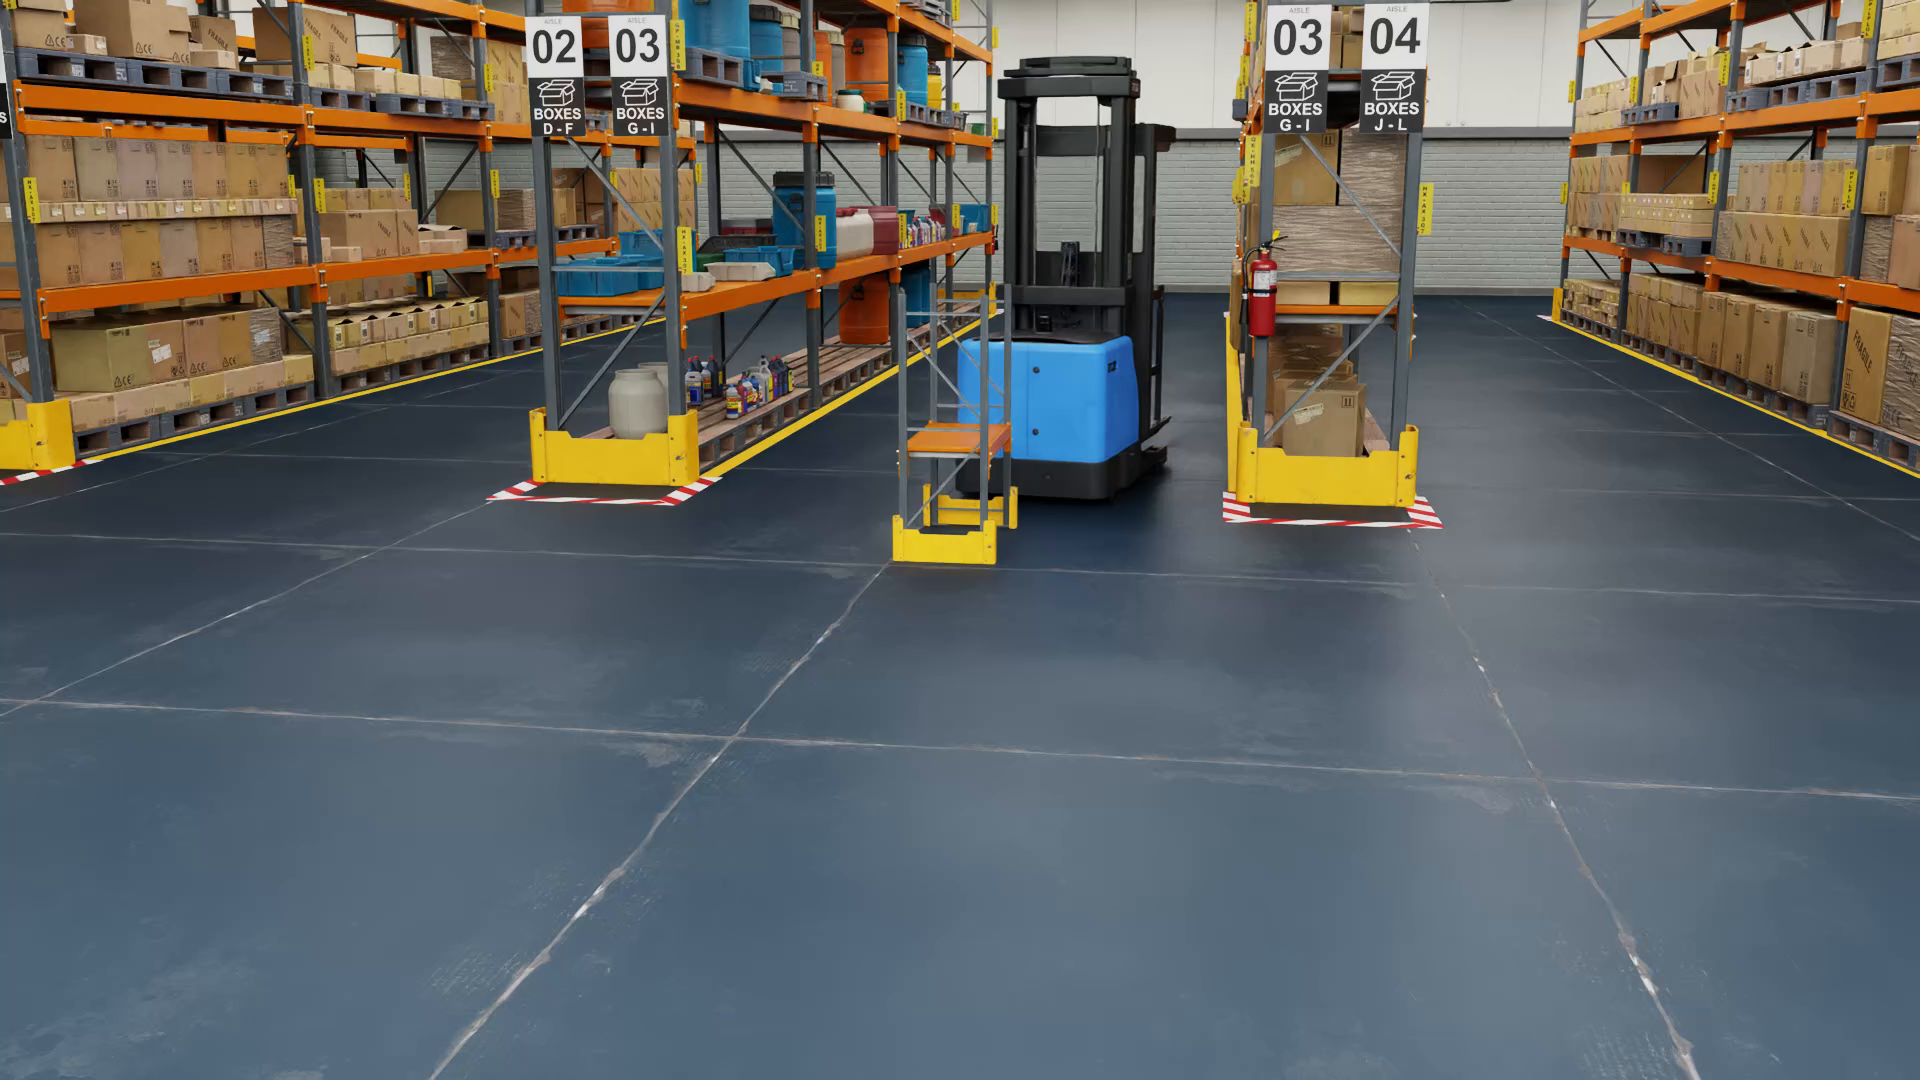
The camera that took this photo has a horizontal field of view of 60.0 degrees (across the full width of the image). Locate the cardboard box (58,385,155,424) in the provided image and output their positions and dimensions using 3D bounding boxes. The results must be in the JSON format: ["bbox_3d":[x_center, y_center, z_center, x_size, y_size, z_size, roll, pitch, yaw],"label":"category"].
[{"bbox_3d":[-6.964,-1.114,13.572,0.500,0.250,0.500,2,12,9],"label":"cardboard box"}]

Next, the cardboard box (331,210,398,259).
[{"bbox_3d":[-6.432,-3.299,17.944,0.500,0.500,0.500,2,12,9],"label":"cardboard box"}]

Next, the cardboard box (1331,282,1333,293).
[{"bbox_3d":[2.902,-1.859,12.094,0.380,0.149,0.250,2,12,9],"label":"cardboard box"}]

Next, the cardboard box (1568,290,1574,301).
[{"bbox_3d":[9.363,-3.672,24.978,0.380,0.149,0.250,2,12,8],"label":"cardboard box"}]

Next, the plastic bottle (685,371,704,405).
[{"bbox_3d":[-2.308,-1.317,14.406,0.152,0.276,0.135,2,12,9],"label":"plastic bottle"}]

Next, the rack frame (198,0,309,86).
[{"bbox_3d":[-6.724,-5.809,15.590,1.000,3.000,0.127,2,12,9],"label":"rack frame"}]

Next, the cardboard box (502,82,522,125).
[{"bbox_3d":[-5.997,-5.423,20.678,0.910,0.500,0.500,2,12,9],"label":"cardboard box"}]

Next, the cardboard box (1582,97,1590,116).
[{"bbox_3d":[9.391,-6.317,24.235,0.500,0.250,0.500,2,12,8],"label":"cardboard box"}]

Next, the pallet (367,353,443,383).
[{"bbox_3d":[-6.464,-1.923,18.415,1.003,0.211,1.213,2,12,9],"label":"pallet"}]

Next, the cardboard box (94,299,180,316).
[{"bbox_3d":[-10.761,-3.172,21.700,0.750,0.750,0.750,2,12,8],"label":"cardboard box"}]

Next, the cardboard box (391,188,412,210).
[{"bbox_3d":[-9.842,-5.575,28.029,0.980,0.700,0.700,2,12,11],"label":"cardboard box"}]

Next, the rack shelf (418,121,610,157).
[{"bbox_3d":[-5.801,-5.240,21.778,1.077,0.370,4.000,2,12,9],"label":"rack shelf"}]

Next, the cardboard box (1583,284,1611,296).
[{"bbox_3d":[9.196,-3.601,23.941,0.380,0.149,0.250,2,12,10],"label":"cardboard box"}]

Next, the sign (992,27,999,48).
[{"bbox_3d":[0.561,-7.974,26.400,0.100,0.325,0.005,2,12,9],"label":"sign"}]

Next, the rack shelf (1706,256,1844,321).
[{"bbox_3d":[8.257,-2.438,15.894,1.077,0.370,4.000,2,12,9],"label":"rack shelf"}]

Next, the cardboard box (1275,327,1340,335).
[{"bbox_3d":[3.272,-1.774,15.994,0.700,0.500,0.500,2,12,8],"label":"cardboard box"}]

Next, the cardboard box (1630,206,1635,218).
[{"bbox_3d":[8.587,-4.092,20.753,0.380,0.149,0.250,2,12,10],"label":"cardboard box"}]

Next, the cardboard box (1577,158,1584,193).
[{"bbox_3d":[9.392,-5.364,24.448,0.500,0.500,0.500,2,12,10],"label":"cardboard box"}]

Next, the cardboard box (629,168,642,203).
[{"bbox_3d":[-5.064,-5.276,24.745,0.500,0.500,0.500,1,12,7],"label":"cardboard box"}]

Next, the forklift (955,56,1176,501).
[{"bbox_3d":[0.926,-1.959,12.126,1.130,2.935,3.031,4,13,18],"label":"forklift"}]

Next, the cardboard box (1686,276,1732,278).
[{"bbox_3d":[9.223,-3.119,20.501,0.500,0.250,0.500,2,12,11],"label":"cardboard box"}]

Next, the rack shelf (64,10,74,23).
[{"bbox_3d":[-11.312,-5.838,18.381,1.077,0.370,4.000,2,12,9],"label":"rack shelf"}]

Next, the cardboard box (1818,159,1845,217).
[{"bbox_3d":[8.097,-3.122,14.748,0.700,0.500,0.500,2,12,8],"label":"cardboard box"}]

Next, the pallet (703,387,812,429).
[{"bbox_3d":[-1.975,-1.214,15.125,1.003,0.211,1.213,2,12,9],"label":"pallet"}]

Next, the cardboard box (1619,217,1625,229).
[{"bbox_3d":[8.665,-4.054,21.284,0.380,0.149,0.250,1,12,6],"label":"cardboard box"}]

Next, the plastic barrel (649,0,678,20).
[{"bbox_3d":[-2.396,-3.888,12.350,0.600,0.588,0.600,0,12,0],"label":"plastic barrel"}]

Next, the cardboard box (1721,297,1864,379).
[{"bbox_3d":[8.251,-2.006,16.523,1.050,0.750,0.750,2,12,10],"label":"cardboard box"}]

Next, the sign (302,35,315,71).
[{"bbox_3d":[-6.175,-4.617,15.761,0.100,0.325,0.005,2,12,9],"label":"sign"}]

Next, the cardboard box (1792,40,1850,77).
[{"bbox_3d":[8.002,-4.422,15.251,0.500,0.311,0.500,1,12,7],"label":"cardboard box"}]

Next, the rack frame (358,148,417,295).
[{"bbox_3d":[-9.774,-5.535,28.554,1.000,3.000,0.127,2,12,9],"label":"rack frame"}]

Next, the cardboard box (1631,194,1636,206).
[{"bbox_3d":[8.586,-4.233,20.704,0.380,0.149,0.250,2,12,9],"label":"cardboard box"}]

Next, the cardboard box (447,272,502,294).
[{"bbox_3d":[-6.192,-3.283,21.218,0.500,0.250,0.500,2,12,11],"label":"cardboard box"}]

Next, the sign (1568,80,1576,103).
[{"bbox_3d":[9.259,-6.782,25.150,0.100,0.325,0.005,2,12,9],"label":"sign"}]

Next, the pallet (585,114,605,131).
[{"bbox_3d":[-5.663,-5.783,23.034,1.213,0.211,1.003,2,12,9],"label":"pallet"}]

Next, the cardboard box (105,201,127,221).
[{"bbox_3d":[-6.947,-2.644,13.366,0.380,0.149,0.250,2,12,8],"label":"cardboard box"}]

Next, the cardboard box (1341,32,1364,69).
[{"bbox_3d":[2.778,-3.207,10.992,0.500,0.250,0.500,2,12,10],"label":"cardboard box"}]

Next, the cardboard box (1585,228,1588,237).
[{"bbox_3d":[9.424,-4.525,24.465,0.380,0.149,0.250,2,12,11],"label":"cardboard box"}]

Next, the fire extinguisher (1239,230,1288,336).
[{"bbox_3d":[1.976,-1.676,10.832,0.296,0.674,0.183,2,12,9],"label":"fire extinguisher"}]

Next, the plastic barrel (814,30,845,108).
[{"bbox_3d":[-1.556,-5.096,18.208,0.600,0.901,0.600,0,12,0],"label":"plastic barrel"}]

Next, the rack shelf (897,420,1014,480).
[{"bbox_3d":[-0.013,-0.540,9.791,0.538,0.185,1.000,2,12,9],"label":"rack shelf"}]

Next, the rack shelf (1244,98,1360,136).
[{"bbox_3d":[3.371,-4.086,16.421,1.077,0.370,4.000,2,12,9],"label":"rack shelf"}]

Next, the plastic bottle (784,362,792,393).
[{"bbox_3d":[-1.578,-1.492,15.199,0.061,0.283,0.133,3,12,11],"label":"plastic bottle"}]

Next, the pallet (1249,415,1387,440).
[{"bbox_3d":[2.810,-0.796,13.187,1.003,0.211,1.213,2,12,9],"label":"pallet"}]

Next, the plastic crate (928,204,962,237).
[{"bbox_3d":[-0.215,-4.619,24.013,0.402,0.464,0.583,2,12,9],"label":"plastic crate"}]

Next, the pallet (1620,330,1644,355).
[{"bbox_3d":[9.061,-2.513,21.155,1.003,0.211,1.213,2,12,9],"label":"pallet"}]

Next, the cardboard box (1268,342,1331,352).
[{"bbox_3d":[2.963,-1.456,14.568,0.500,0.500,0.500,1,12,7],"label":"cardboard box"}]

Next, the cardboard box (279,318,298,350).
[{"bbox_3d":[-6.945,-2.106,16.843,0.500,0.311,0.500,2,12,9],"label":"cardboard box"}]

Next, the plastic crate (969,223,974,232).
[{"bbox_3d":[0.010,-4.878,25.994,0.396,0.136,0.243,2,12,9],"label":"plastic crate"}]

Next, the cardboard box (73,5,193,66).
[{"bbox_3d":[-7.102,-4.329,14.265,0.797,0.503,0.637,3,13,15],"label":"cardboard box"}]

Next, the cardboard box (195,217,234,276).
[{"bbox_3d":[-6.942,-2.619,14.788,0.700,0.500,0.500,2,12,9],"label":"cardboard box"}]

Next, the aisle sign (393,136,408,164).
[{"bbox_3d":[-9.466,-6.811,28.305,0.394,0.787,0.004,2,12,9],"label":"aisle sign"}]

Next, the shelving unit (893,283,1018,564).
[{"bbox_3d":[-0.012,-0.717,9.762,0.587,1.500,1.083,2,12,9],"label":"shelving unit"}]

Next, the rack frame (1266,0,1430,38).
[{"bbox_3d":[2.449,-4.655,10.233,1.000,3.000,0.127,2,12,9],"label":"rack frame"}]

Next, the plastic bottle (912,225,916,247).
[{"bbox_3d":[-0.607,-3.829,20.944,0.097,0.271,0.097,0,12,0],"label":"plastic bottle"}]
